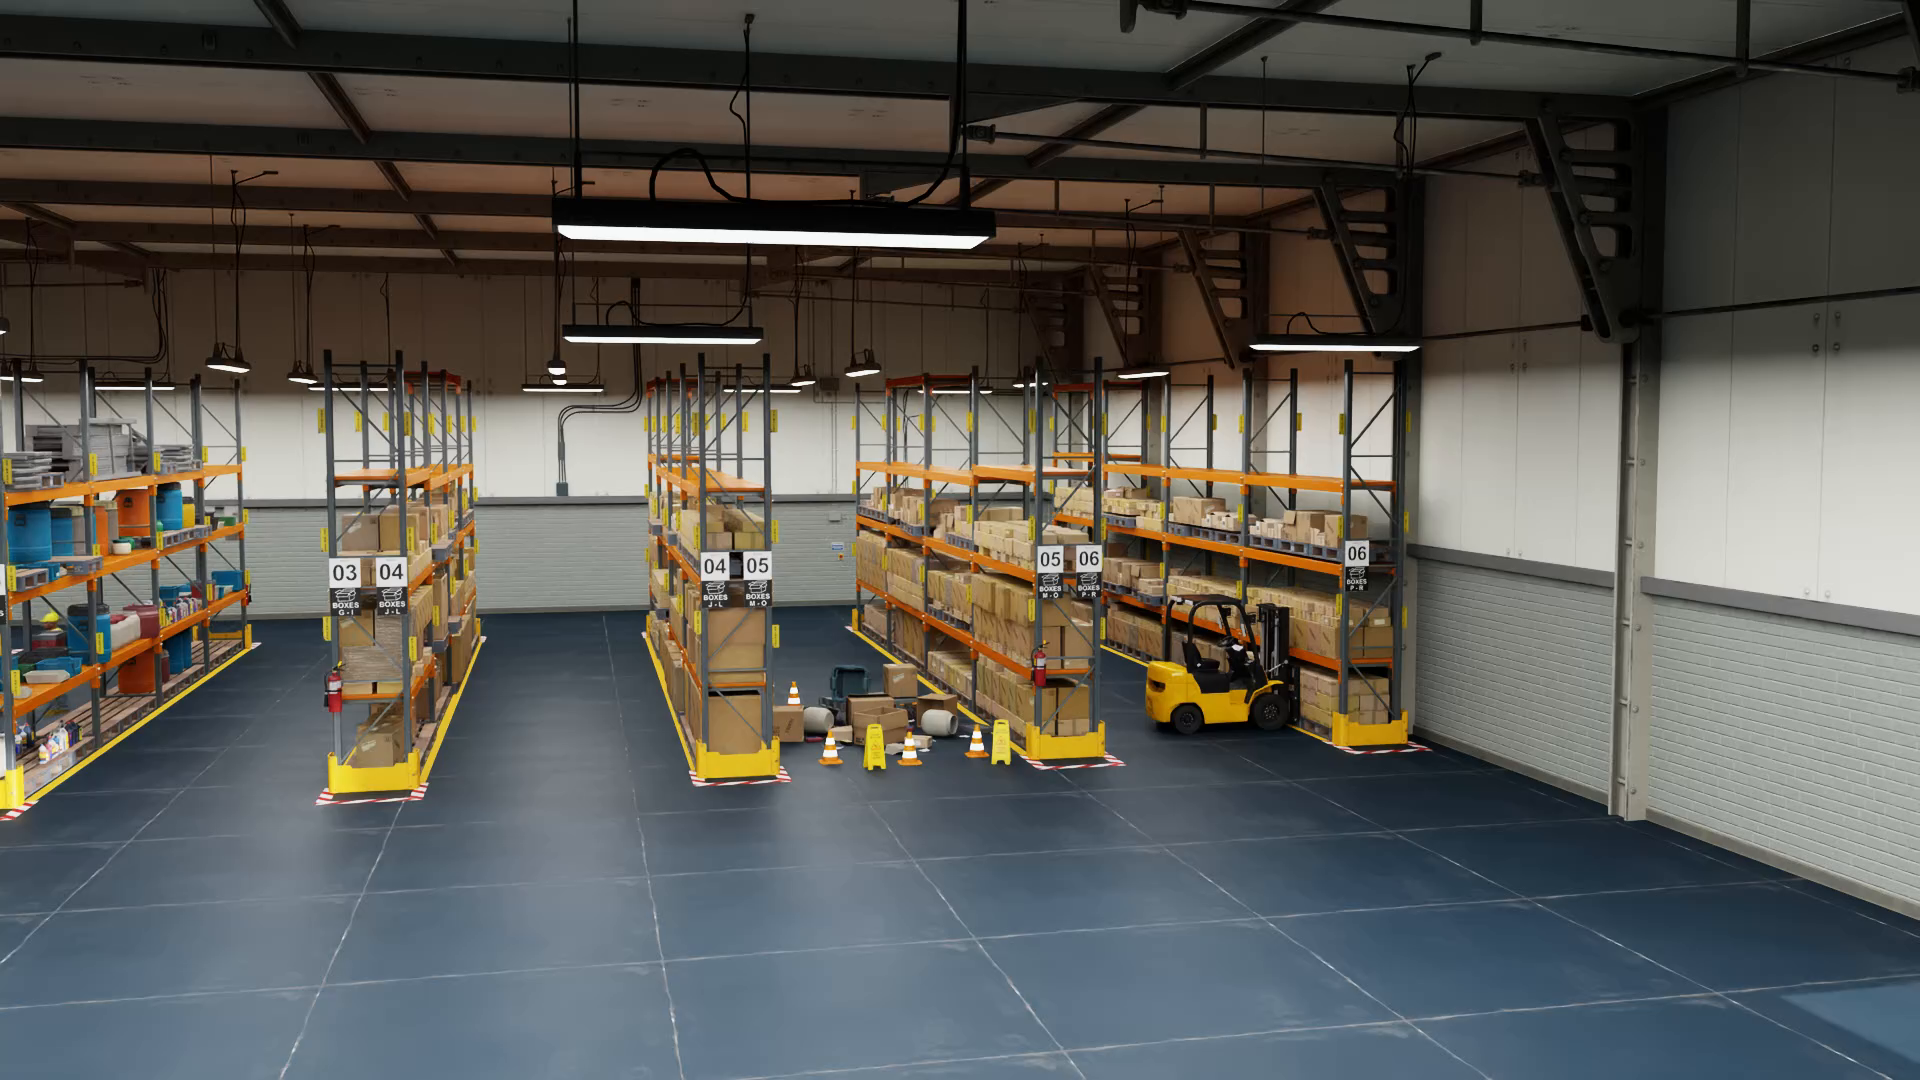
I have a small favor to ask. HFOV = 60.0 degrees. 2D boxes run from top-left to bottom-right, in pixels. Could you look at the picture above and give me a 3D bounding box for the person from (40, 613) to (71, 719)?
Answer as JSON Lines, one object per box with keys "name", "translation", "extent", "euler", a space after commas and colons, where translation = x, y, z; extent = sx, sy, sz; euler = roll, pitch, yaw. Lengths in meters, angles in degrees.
{"name": "person", "translation": [-15.410, 2.121, 28.245], "extent": [0.494, 1.781, 0.627], "euler": [-3, 5, -33]}
